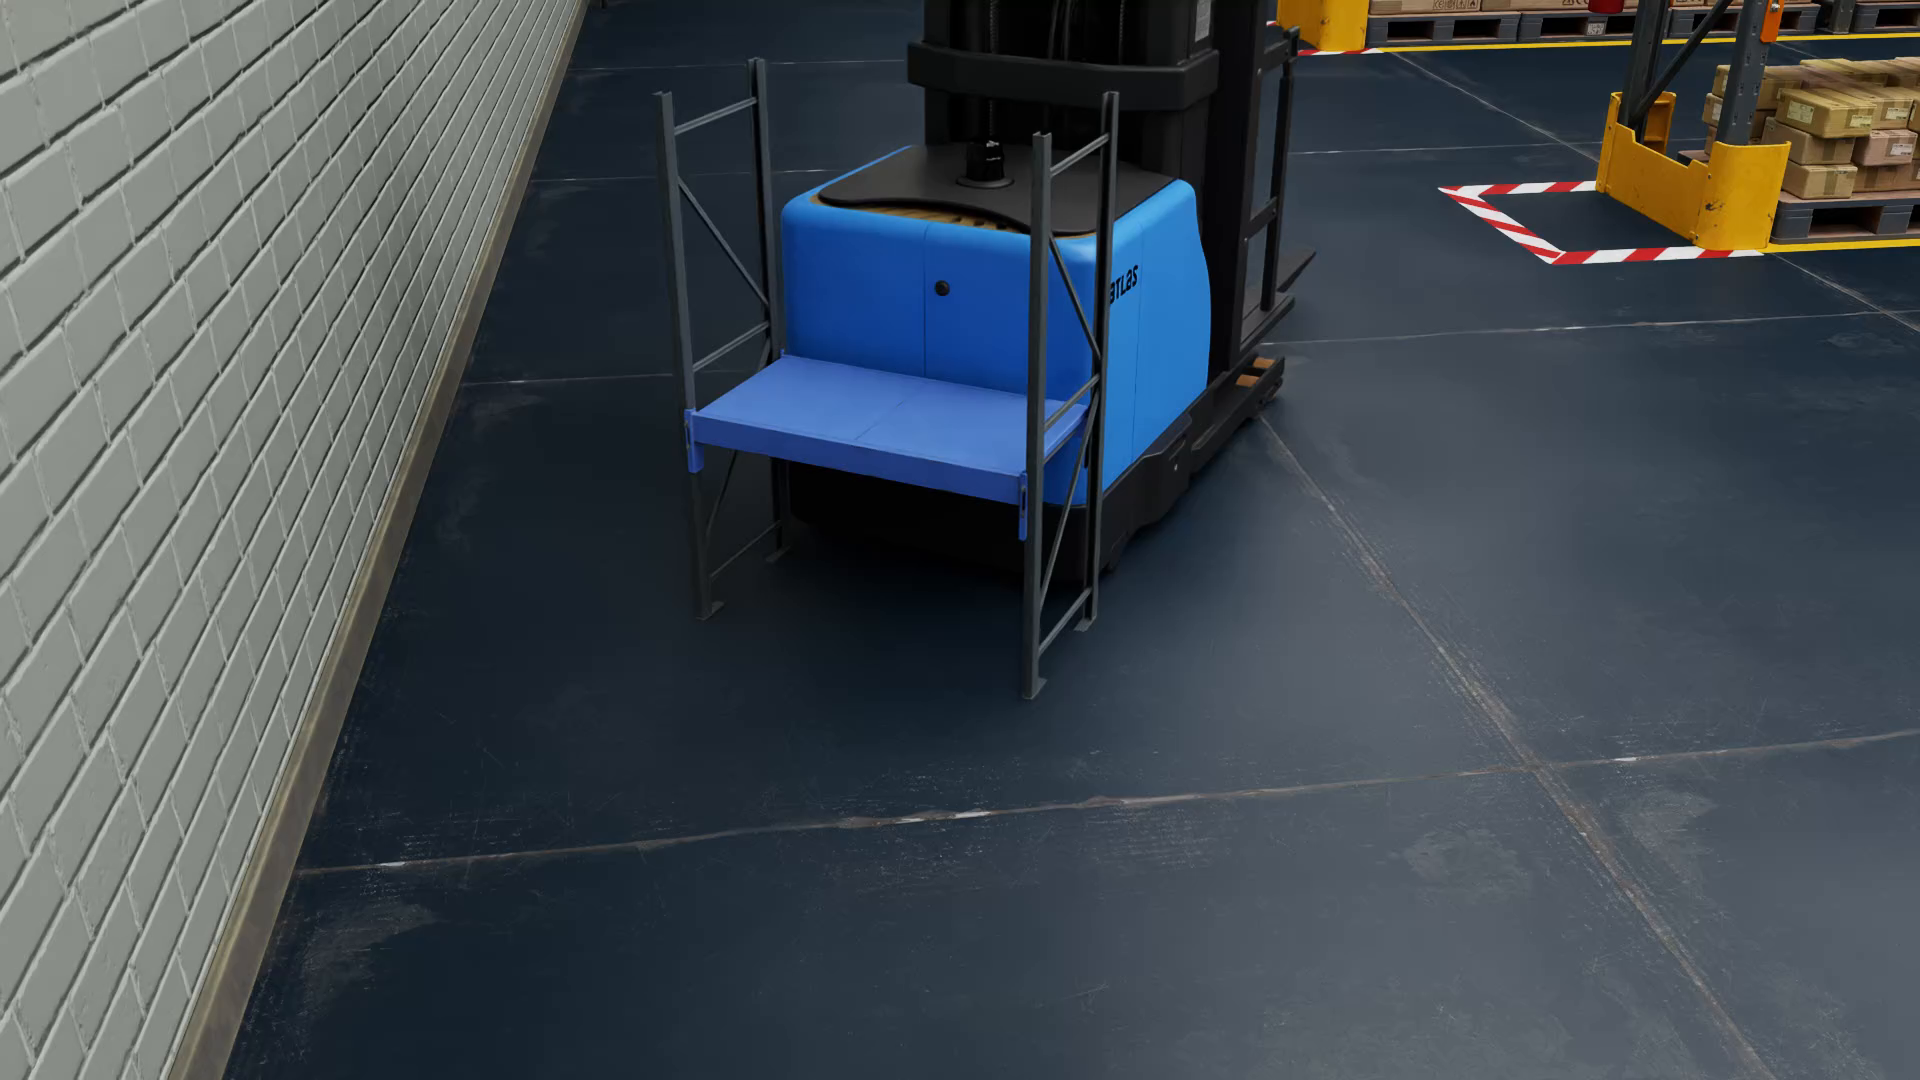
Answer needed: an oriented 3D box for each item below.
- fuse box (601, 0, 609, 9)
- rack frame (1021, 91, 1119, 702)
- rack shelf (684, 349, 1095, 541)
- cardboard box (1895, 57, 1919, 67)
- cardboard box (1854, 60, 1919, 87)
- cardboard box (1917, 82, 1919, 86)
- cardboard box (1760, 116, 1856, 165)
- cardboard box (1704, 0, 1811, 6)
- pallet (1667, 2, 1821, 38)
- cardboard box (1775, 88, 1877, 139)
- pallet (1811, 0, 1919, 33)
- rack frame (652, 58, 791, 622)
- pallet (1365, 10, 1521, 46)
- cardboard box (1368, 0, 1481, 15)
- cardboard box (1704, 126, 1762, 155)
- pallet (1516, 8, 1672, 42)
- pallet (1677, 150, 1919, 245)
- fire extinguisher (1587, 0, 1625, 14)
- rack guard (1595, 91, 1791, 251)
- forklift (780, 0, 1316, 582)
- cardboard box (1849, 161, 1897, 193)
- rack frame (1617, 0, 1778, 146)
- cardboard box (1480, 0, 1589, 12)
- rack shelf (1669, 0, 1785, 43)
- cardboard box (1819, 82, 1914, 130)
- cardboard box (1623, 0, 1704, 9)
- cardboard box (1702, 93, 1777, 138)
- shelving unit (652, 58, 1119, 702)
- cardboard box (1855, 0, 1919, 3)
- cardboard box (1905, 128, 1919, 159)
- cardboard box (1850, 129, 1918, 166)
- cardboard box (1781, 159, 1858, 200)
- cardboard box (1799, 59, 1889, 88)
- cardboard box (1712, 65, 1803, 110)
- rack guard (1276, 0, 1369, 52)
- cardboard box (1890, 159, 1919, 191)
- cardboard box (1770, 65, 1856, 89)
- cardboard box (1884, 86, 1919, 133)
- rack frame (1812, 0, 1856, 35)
[{"bbox_3d":[-2.946,-5.228,13.564,0.414,1.711,0.539,-4,27,-7],"label":"fuse box"},{"bbox_3d":[0.279,-0.344,4.278,0.032,1.500,0.500,12,29,22],"label":"rack frame"},{"bbox_3d":[-0.183,-0.280,4.547,1.000,0.185,0.538,12,29,22],"label":"rack shelf"},{"bbox_3d":[5.081,-2.405,8.663,0.250,0.149,0.380,-3,27,-5],"label":"cardboard box"},{"bbox_3d":[4.822,-2.363,8.581,0.250,0.149,0.380,-5,28,-9],"label":"cardboard box"},{"bbox_3d":[4.896,-2.126,8.119,0.250,0.149,0.380,-5,28,-10],"label":"cardboard box"},{"bbox_3d":[4.127,-1.948,8.098,0.250,0.149,0.380,-3,27,-5],"label":"cardboard box"},{"bbox_3d":[6.107,-4.521,13.122,0.875,0.438,0.875,-4,27,-8],"label":"cardboard box"},{"bbox_3d":[5.980,-4.212,13.228,1.213,0.211,1.003,-4,27,-7],"label":"pallet"},{"bbox_3d":[4.139,-2.043,7.957,0.250,0.149,0.380,-5,28,-9],"label":"cardboard box"},{"bbox_3d":[7.497,-4.308,13.415,1.213,0.211,1.003,-4,27,-7],"label":"pallet"},{"bbox_3d":[-0.646,-0.537,4.653,0.032,1.500,0.500,12,29,22],"label":"rack frame"},{"bbox_3d":[3.564,-4.057,12.925,1.213,0.211,1.003,-4,27,-7],"label":"pallet"},{"bbox_3d":[3.422,-4.345,12.780,0.875,0.438,0.875,-5,28,-9],"label":"cardboard box"},{"bbox_3d":[4.065,-2.026,8.576,0.250,0.149,0.380,-3,27,-6],"label":"cardboard box"},{"bbox_3d":[4.769,-4.133,13.074,1.213,0.211,1.003,-4,27,-7],"label":"pallet"},{"bbox_3d":[4.457,-1.780,8.488,1.213,0.211,1.003,-4,27,-7],"label":"pallet"},{"bbox_3d":[3.259,-2.972,8.250,0.183,0.674,0.296,-4,27,-7],"label":"fire extinguisher"},{"bbox_3d":[3.648,-1.873,8.352,0.348,0.500,1.175,-4,27,-7],"label":"rack guard"},{"bbox_3d":[0.571,-1.826,5.599,1.130,2.935,3.031,13,30,23],"label":"forklift"},{"bbox_3d":[4.384,-1.841,8.214,0.250,0.149,0.380,-4,27,-7],"label":"cardboard box"},{"bbox_3d":[3.573,-2.980,7.772,0.127,3.000,1.000,-4,27,-7],"label":"rack frame"},{"bbox_3d":[4.328,-4.407,12.900,0.875,0.438,0.875,-3,27,-6],"label":"cardboard box"},{"bbox_3d":[5.553,-2.787,8.184,4.000,0.370,1.077,-4,27,-7],"label":"rack shelf"},{"bbox_3d":[4.395,-2.115,8.097,0.250,0.149,0.380,-3,27,-6],"label":"cardboard box"},{"bbox_3d":[5.221,-4.464,13.011,0.875,0.438,0.875,-4,27,-9],"label":"cardboard box"},{"bbox_3d":[4.055,-2.193,8.576,0.250,0.149,0.380,-4,27,-8],"label":"cardboard box"},{"bbox_3d":[-0.183,-0.440,4.465,1.048,1.500,0.538,12,29,22],"label":"shelving unit"},{"bbox_3d":[7.347,-4.783,13.153,0.875,0.875,0.875,-3,27,-6],"label":"cardboard box"},{"bbox_3d":[4.636,-1.996,8.190,0.250,0.149,0.380,-3,27,-6],"label":"cardboard box"},{"bbox_3d":[4.406,-1.940,8.082,0.250,0.149,0.380,-4,27,-7],"label":"cardboard box"},{"bbox_3d":[4.136,-1.787,8.110,0.250,0.149,0.380,-3,27,-6],"label":"cardboard box"},{"bbox_3d":[4.557,-2.375,8.605,0.250,0.149,0.380,-4,27,-8],"label":"cardboard box"},{"bbox_3d":[4.062,-2.311,8.480,0.250,0.149,0.380,-3,27,-7],"label":"cardboard box"},{"bbox_3d":[2.759,-4.098,12.688,0.348,0.500,1.175,-4,27,-7],"label":"rack guard"},{"bbox_3d":[4.629,-1.860,8.251,0.250,0.149,0.380,-3,27,-7],"label":"cardboard box"},{"bbox_3d":[4.318,-2.301,8.461,0.250,0.149,0.380,-3,27,-6],"label":"cardboard box"},{"bbox_3d":[4.662,-2.073,8.015,0.250,0.149,0.380,-4,27,-7],"label":"cardboard box"},{"bbox_3d":[6.744,-5.466,12.616,0.127,3.000,1.000,-4,27,-7],"label":"rack frame"}]
